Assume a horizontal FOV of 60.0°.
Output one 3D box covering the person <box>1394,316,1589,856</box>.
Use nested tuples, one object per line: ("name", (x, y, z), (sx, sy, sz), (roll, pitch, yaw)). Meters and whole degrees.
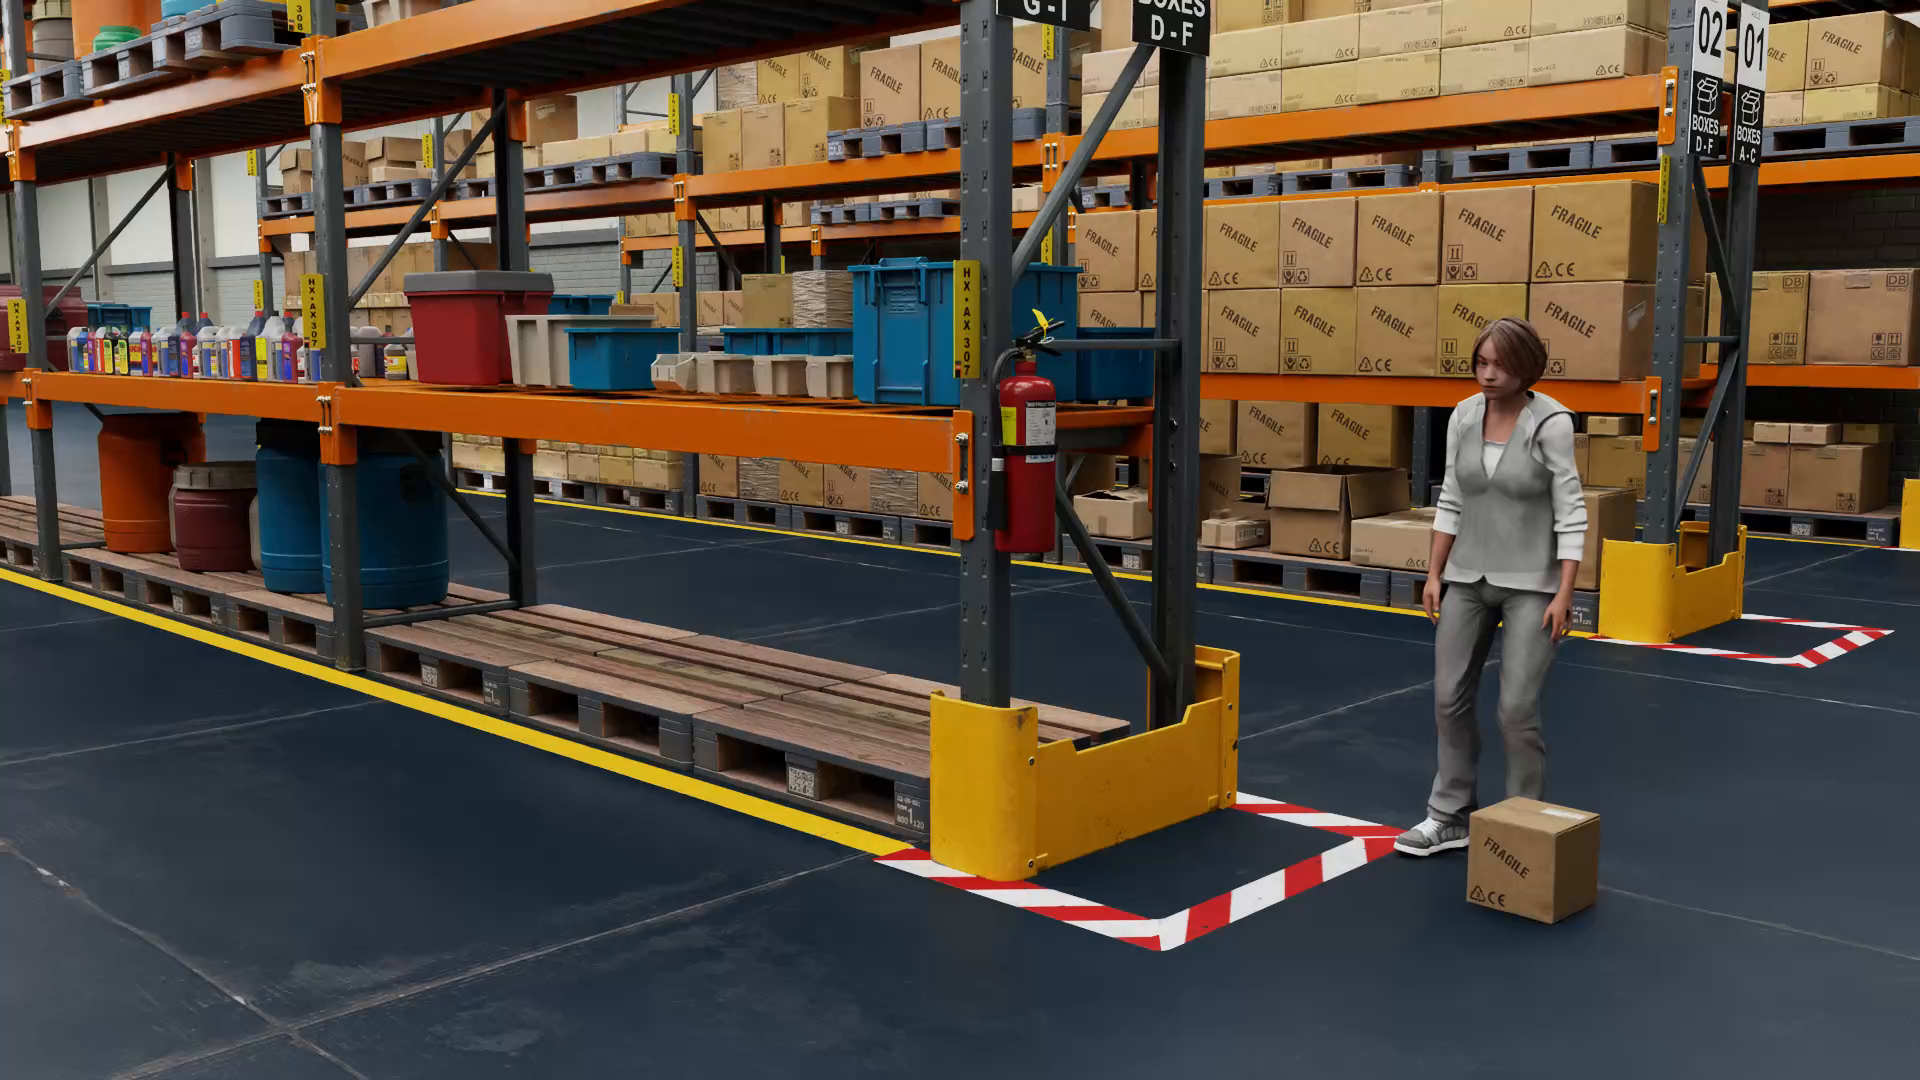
("person", (1.549, 0.159, 4.793), (0.328, 1.591, 0.479), (-7, 10, -43))
